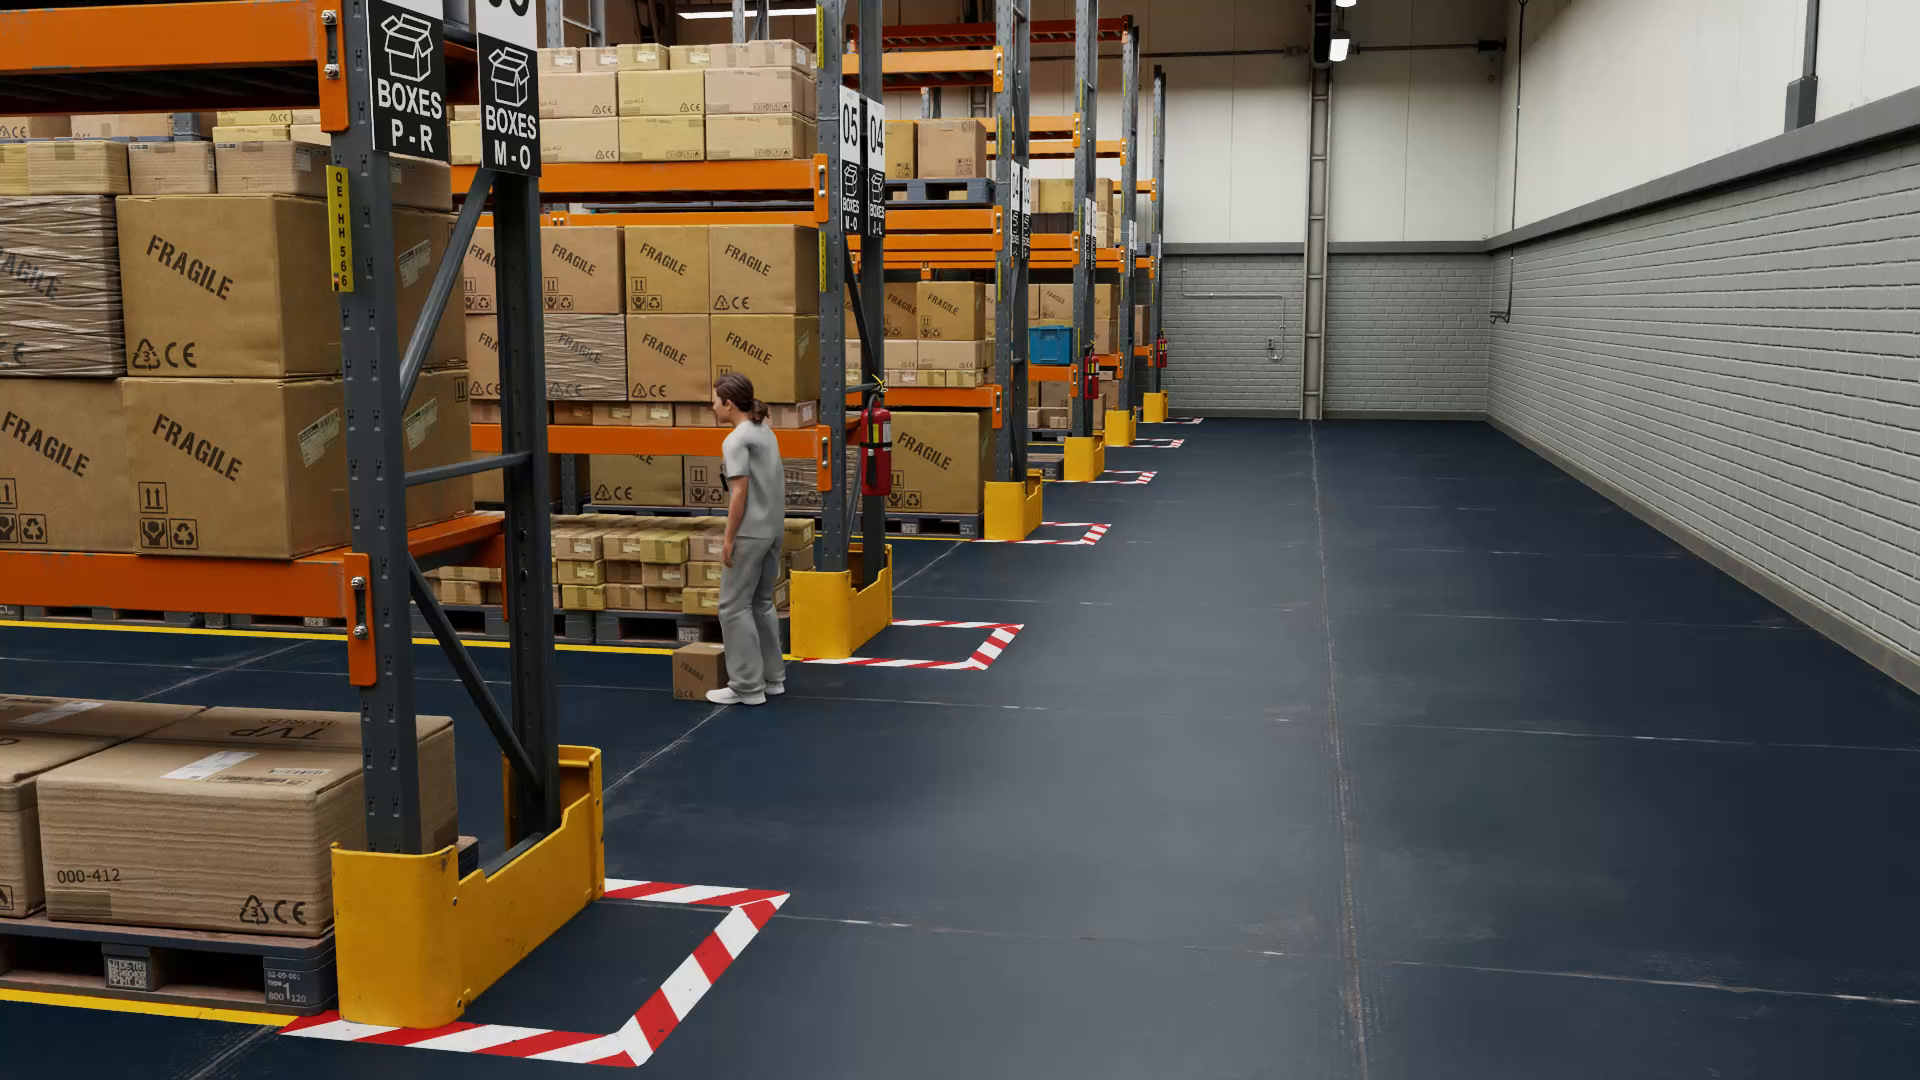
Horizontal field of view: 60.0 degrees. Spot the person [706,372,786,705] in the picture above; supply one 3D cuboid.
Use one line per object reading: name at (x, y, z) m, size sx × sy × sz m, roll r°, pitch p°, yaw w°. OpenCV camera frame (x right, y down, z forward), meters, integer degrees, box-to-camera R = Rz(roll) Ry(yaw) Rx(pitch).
person at (-1.077, -0.012, 8.416) m, size 0.371 × 1.671 × 0.502 m, roll 2°, pitch 8°, yaw 17°
